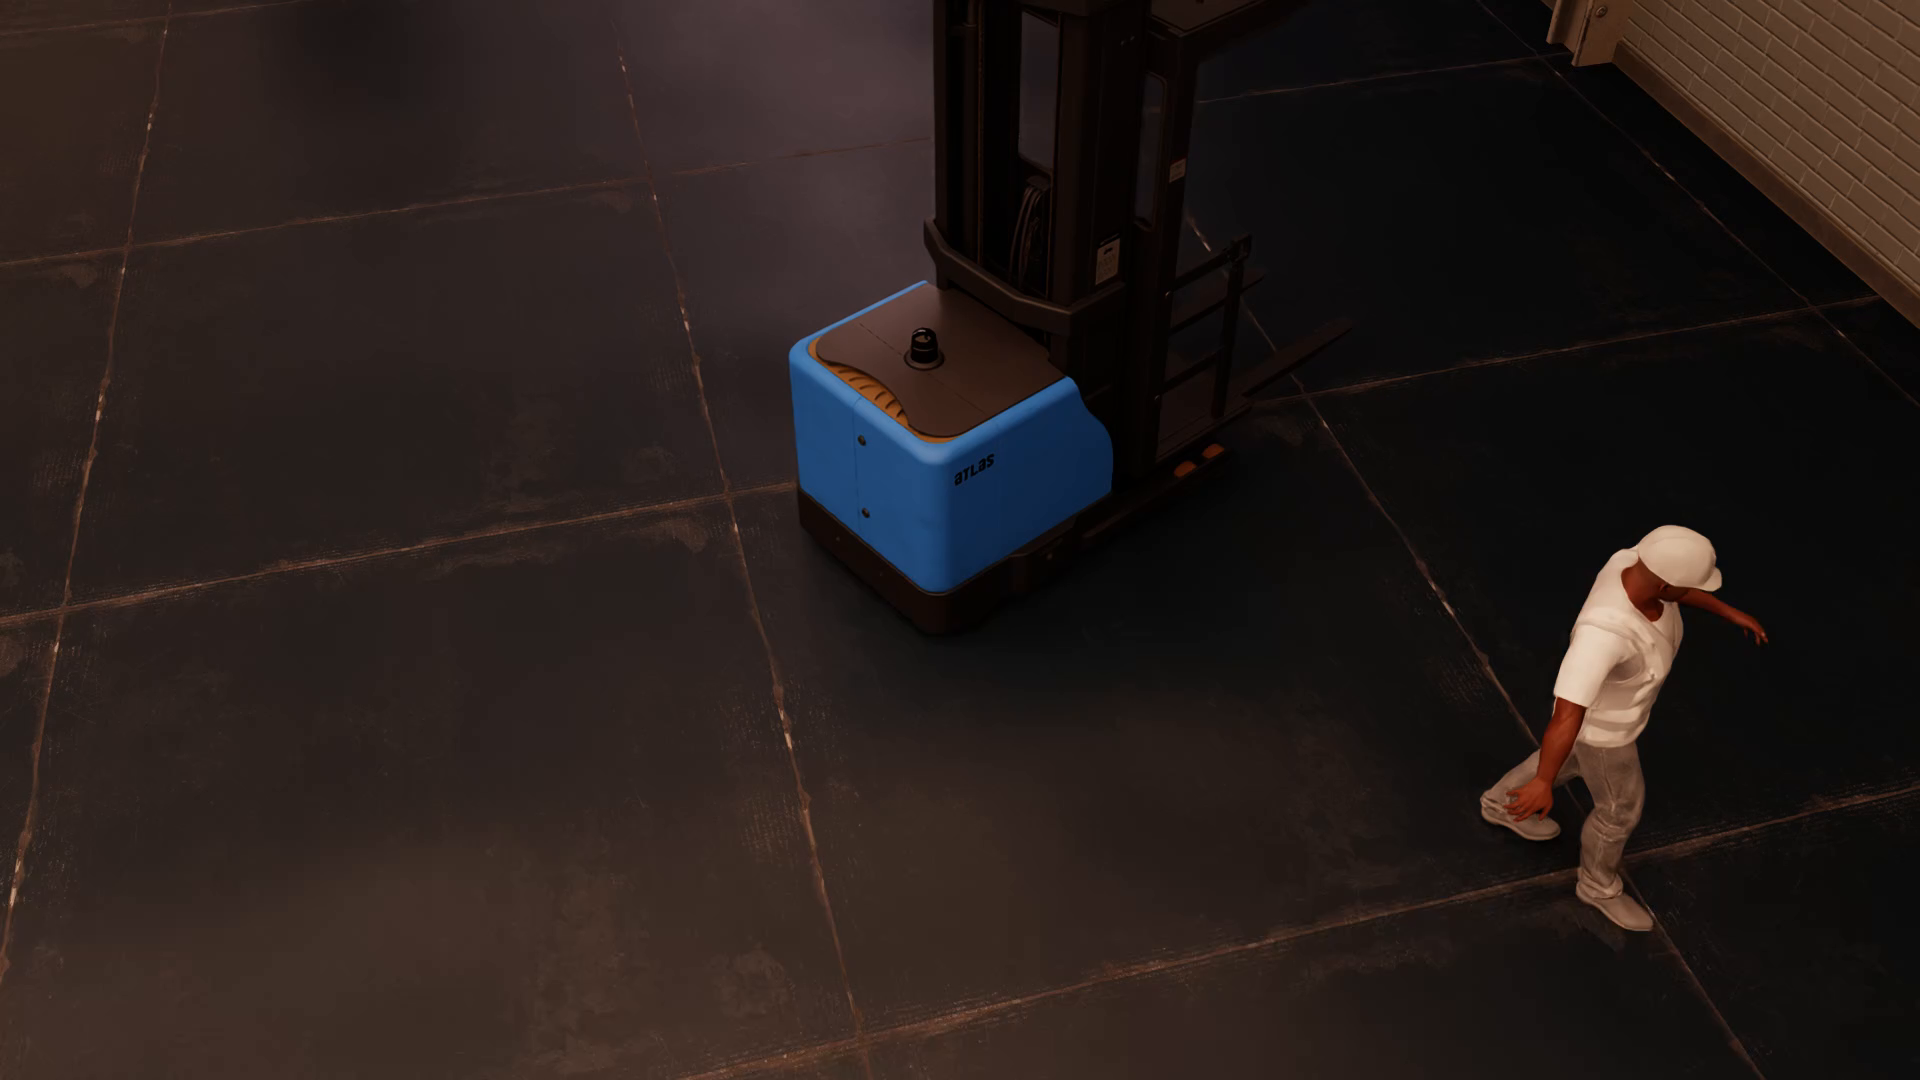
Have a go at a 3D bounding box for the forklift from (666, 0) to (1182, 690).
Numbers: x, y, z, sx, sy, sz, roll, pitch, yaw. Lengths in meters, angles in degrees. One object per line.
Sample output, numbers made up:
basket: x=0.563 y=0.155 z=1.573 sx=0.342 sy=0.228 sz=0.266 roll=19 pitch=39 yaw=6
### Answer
forklift: x=-0.366 y=-1.399 z=7.126 sx=1.130 sy=2.935 sz=3.031 roll=-27 pitch=50 yaw=-26

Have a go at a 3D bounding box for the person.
person: x=2.639 y=0.759 z=5.698 sx=0.461 sy=1.759 sz=0.633 roll=26 pitch=49 yaw=25
